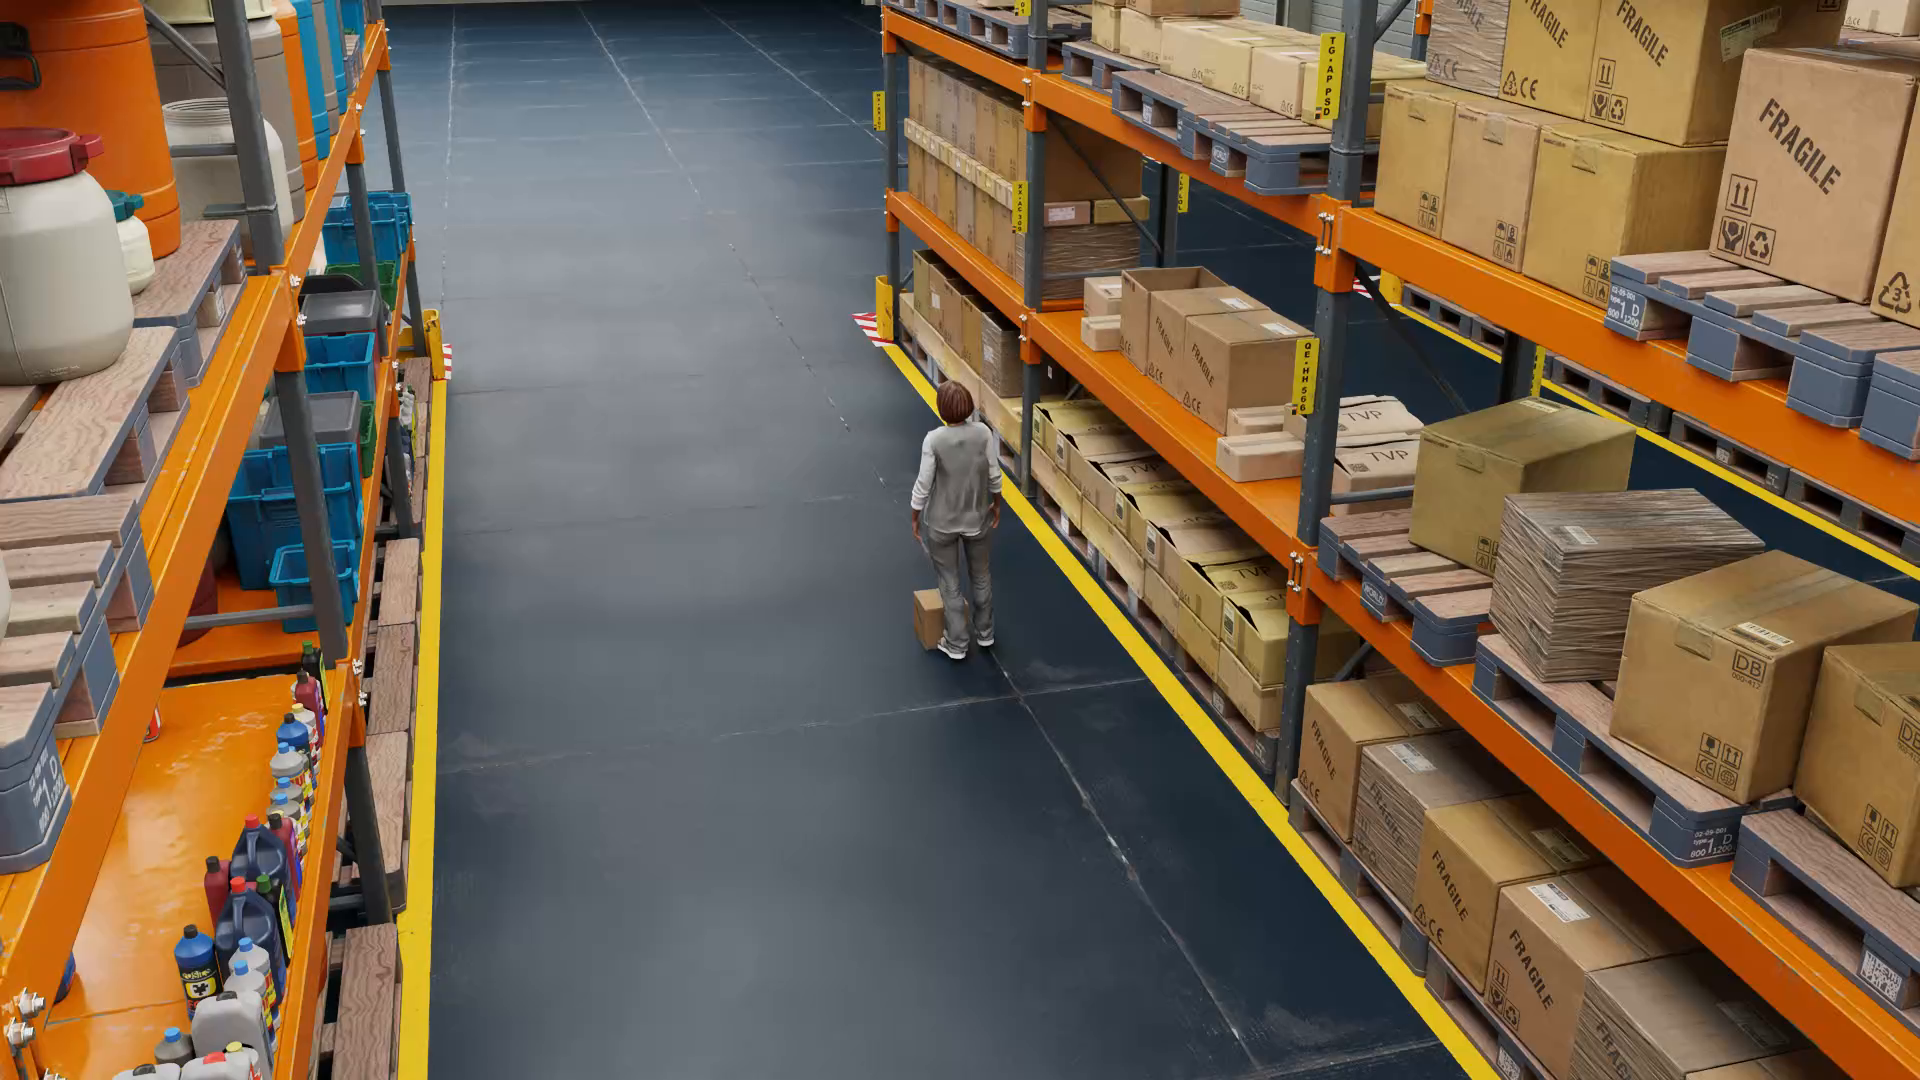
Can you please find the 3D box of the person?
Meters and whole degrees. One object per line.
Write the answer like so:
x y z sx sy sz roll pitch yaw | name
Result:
-0.023 -0.123 8.872 0.520 1.600 0.472 -6 24 -14 | person
